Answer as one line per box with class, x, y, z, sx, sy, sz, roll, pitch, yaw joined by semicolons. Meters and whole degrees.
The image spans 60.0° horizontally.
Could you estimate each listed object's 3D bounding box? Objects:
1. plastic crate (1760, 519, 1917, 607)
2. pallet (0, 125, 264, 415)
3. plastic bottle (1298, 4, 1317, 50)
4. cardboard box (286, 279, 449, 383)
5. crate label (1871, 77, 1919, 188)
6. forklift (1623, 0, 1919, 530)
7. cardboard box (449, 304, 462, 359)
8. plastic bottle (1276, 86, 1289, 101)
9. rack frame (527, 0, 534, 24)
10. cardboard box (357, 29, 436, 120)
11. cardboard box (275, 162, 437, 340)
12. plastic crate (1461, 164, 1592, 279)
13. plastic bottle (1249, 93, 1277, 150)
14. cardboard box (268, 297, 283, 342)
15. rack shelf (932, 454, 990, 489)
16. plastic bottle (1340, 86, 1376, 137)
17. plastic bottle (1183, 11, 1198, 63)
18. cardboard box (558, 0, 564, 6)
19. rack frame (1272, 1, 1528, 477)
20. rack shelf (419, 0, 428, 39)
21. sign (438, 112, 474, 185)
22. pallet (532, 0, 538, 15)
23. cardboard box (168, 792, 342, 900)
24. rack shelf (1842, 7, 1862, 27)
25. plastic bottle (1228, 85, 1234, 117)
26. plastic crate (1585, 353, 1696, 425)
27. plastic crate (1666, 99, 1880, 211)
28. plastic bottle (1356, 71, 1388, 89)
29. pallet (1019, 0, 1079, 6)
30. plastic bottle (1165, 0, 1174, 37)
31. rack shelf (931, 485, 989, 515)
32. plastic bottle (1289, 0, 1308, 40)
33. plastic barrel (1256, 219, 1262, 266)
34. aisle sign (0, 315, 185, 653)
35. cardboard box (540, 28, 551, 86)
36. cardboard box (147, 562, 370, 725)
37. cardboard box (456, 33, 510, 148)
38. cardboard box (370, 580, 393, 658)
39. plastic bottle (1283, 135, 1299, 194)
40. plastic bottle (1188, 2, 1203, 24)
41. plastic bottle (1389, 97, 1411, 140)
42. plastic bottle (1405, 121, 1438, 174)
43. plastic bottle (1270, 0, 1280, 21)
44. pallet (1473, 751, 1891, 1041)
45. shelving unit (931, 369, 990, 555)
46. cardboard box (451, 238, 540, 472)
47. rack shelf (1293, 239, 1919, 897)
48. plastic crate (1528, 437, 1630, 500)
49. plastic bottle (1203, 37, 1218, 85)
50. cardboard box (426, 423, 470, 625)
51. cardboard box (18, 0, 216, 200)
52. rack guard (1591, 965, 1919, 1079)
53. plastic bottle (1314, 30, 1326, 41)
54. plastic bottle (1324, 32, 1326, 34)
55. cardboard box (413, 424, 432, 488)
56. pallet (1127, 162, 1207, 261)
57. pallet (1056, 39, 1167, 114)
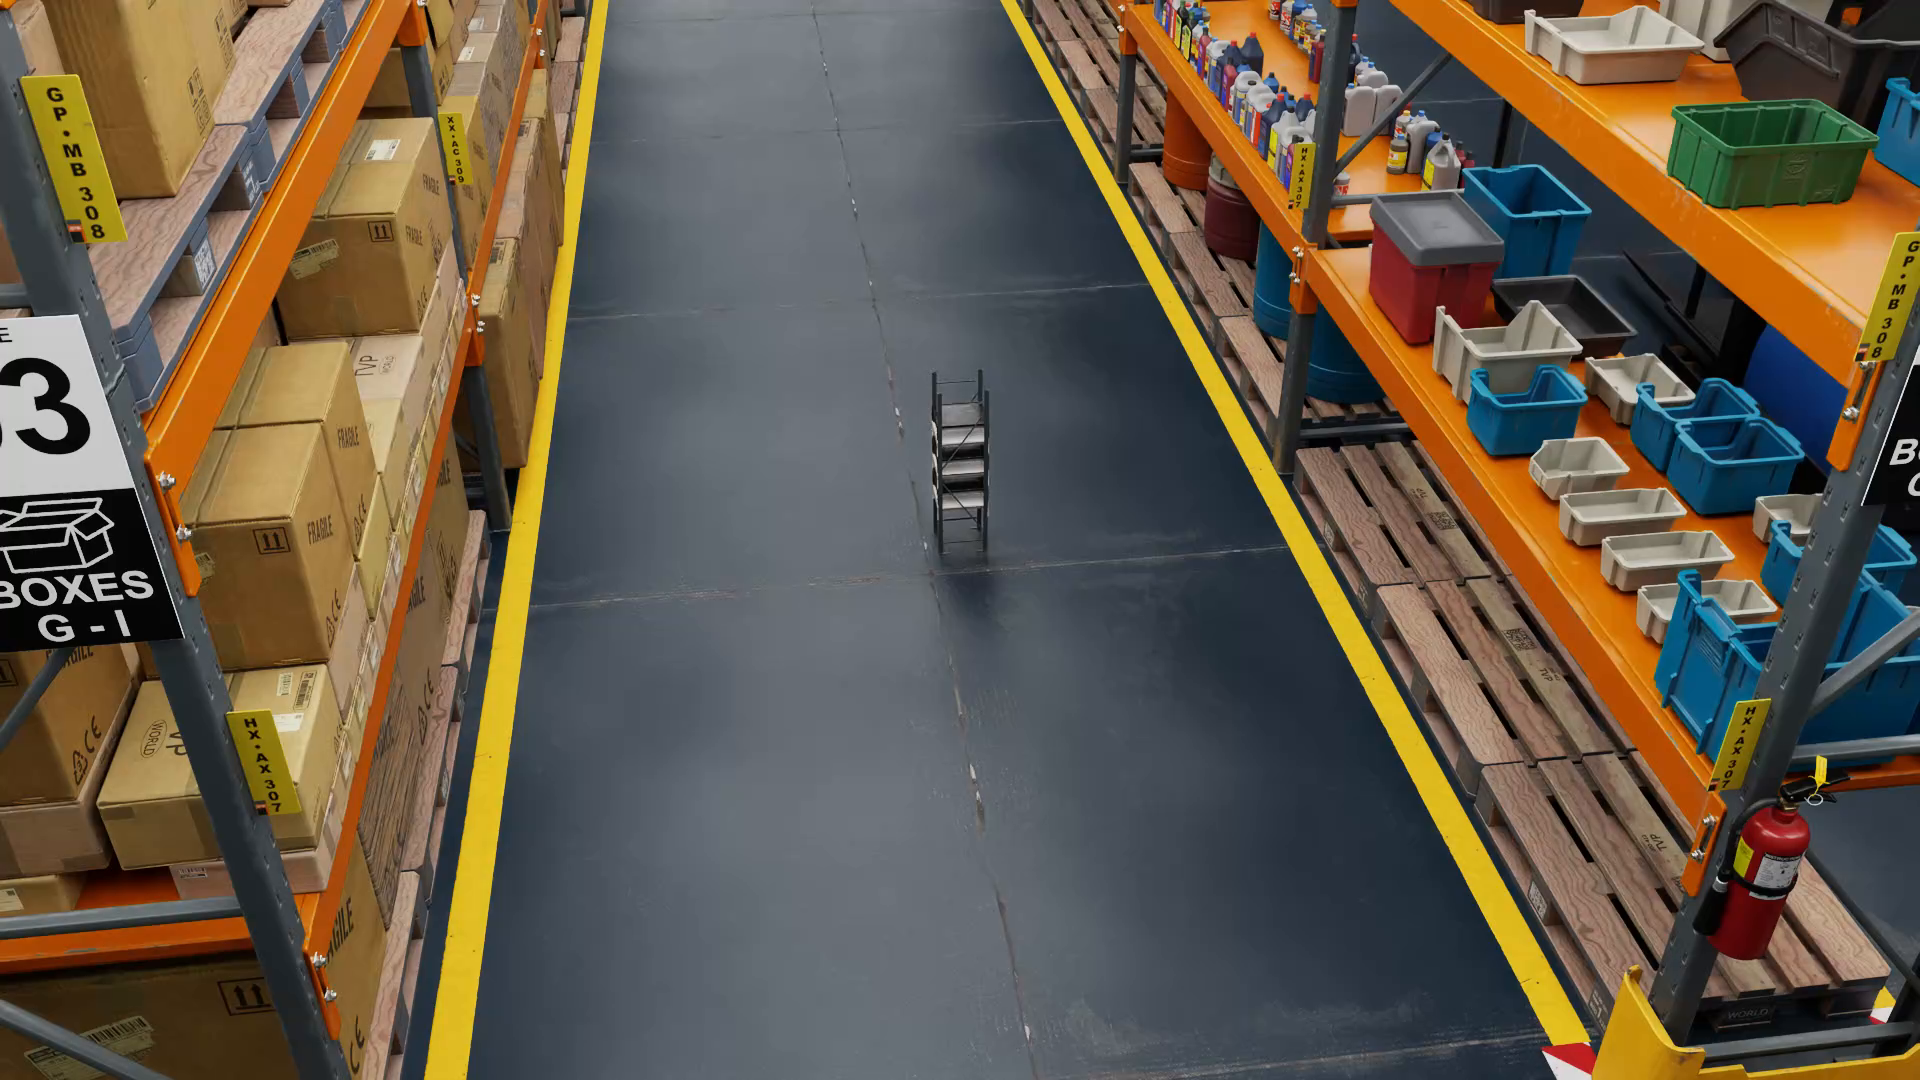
plastic crate;2.904;0.101;5.533;0.416;0.233;0.300;-4;35;-6
pallet;-2.319;-0.654;3.961;1.003;0.211;1.213;-4;35;-6
plastic bottle;2.181;-3.219;10.424;0.097;0.271;0.097;0;34;0
cardboard box;-2.355;-0.816;6.652;0.500;0.250;0.500;-3;34;-5
crate label;2.895;-1.130;4.713;0.408;0.251;0.502;-4;35;-6
forklift;4.667;-2.056;8.665;1.130;2.935;3.031;-2;34;-4
cardboard box;-2.346;-0.877;7.096;0.380;0.149;0.250;-4;34;-5
plastic bottle;1.774;-2.367;9.175;0.097;0.271;0.097;0;34;0
rack frame;-3.285;-3.502;10.725;1.000;3.000;0.127;-4;35;-6
cardboard box;-2.841;-2.082;7.661;0.797;0.503;0.637;-5;35;-8
cardboard box;-2.357;-1.124;6.440;0.500;0.500;0.500;-4;34;-6
plastic crate;2.562;-1.428;7.643;0.392;0.384;0.575;-4;35;-6
plastic bottle;1.671;-2.274;9.034;0.152;0.276;0.135;-4;35;-6
cardboard box;-2.877;-1.079;6.372;0.500;0.500;0.500;-4;35;-6
rack shelf;0.001;-0.340;8.009;0.258;0.077;0.200;-4;35;-6
plastic bottle;2.201;-2.386;9.198;0.152;0.276;0.135;-4;35;-6
plastic bottle;1.427;-3.098;10.236;0.061;0.283;0.133;-4;35;-6
cardboard box;-3.837;-5.101;14.918;0.500;0.500;0.500;-5;35;-8
rack frame;2.161;-1.645;8.000;1.000;3.000;0.127;-4;35;-6
rack shelf;-3.016;-3.328;8.445;1.077;0.370;4.000;-4;35;-6
sign;-2.197;-1.703;7.247;0.100;0.325;0.005;-4;35;-6
pallet;-3.486;-3.812;11.351;1.213;0.211;1.003;-4;35;-6
cardboard box;-1.930;0.843;4.572;0.380;0.149;0.250;-4;34;-6
rack shelf;6.801;-2.837;10.388;1.077;0.370;4.000;-4;35;-6
plastic bottle;1.579;-2.511;9.447;0.097;0.201;0.097;0;34;0
plastic crate;2.693;-0.612;6.665;0.293;0.136;0.466;-4;35;-6
plastic crate;2.283;-1.094;4.716;0.450;0.188;0.336;-4;35;-6
plastic bottle;2.321;-2.527;9.405;0.152;0.276;0.135;-4;35;-6
pallet;1.036;-5.335;15.891;1.003;0.211;1.213;-4;35;-6
plastic bottle;1.360;-3.376;10.644;0.061;0.283;0.133;-4;35;-6
rack shelf;0.001;-0.191;8.110;0.258;0.077;0.200;-4;35;-6
plastic bottle;2.155;-3.327;10.583;0.097;0.271;0.097;0;34;0
plastic barrel;2.022;-1.812;10.082;0.421;0.512;0.421;0;34;0
aisle sign;-1.902;-0.095;3.417;0.394;0.787;0.004;-4;35;-6
cardboard box;-3.565;-3.648;12.768;0.700;0.500;0.500;-2;34;-2
cardboard box;-2.082;0.323;4.981;0.500;0.250;0.500;-5;35;-7
cardboard box;-2.771;-2.435;9.070;0.500;0.500;0.500;-4;34;-5
cardboard box;-2.070;0.270;5.414;0.380;0.149;0.250;-5;35;-7
plastic bottle;1.711;-1.918;8.504;0.061;0.283;0.133;-4;35;-6
plastic bottle;1.472;-3.238;10.451;0.097;0.271;0.097;0;34;0
plastic bottle;2.415;-2.329;9.108;0.061;0.283;0.133;-4;35;-6
plastic bottle;2.427;-2.085;8.756;0.152;0.276;0.135;-4;35;-6
plastic bottle;2.098;-3.536;10.951;0.097;0.201;0.097;0;34;0
pallet;2.627;1.276;6.190;1.003;0.211;1.213;-4;35;-6
shelving unit;0.001;-0.367;7.990;0.258;0.900;0.210;-4;35;-6
cardboard box;-2.853;-0.921;8.452;1.225;0.875;0.875;-4;35;-6
rack shelf;2.430;-0.232;6.565;1.077;0.370;4.000;-4;35;-6
plastic crate;2.265;-0.250;6.134;0.298;0.136;0.250;-4;35;-6
plastic bottle;1.505;-2.847;9.878;0.097;0.271;0.097;0;34;0
cardboard box;-2.737;-0.191;7.381;0.875;0.875;0.875;-4;35;-6
cardboard box;-2.288;-1.143;4.049;0.700;0.500;0.500;-6;35;-8
rack guard;2.715;1.633;5.411;1.175;0.500;0.348;-4;35;-6
plastic bottle;2.220;-3.027;10.204;0.097;0.201;0.097;0;34;0
plastic bottle;2.234;-2.934;9.935;0.144;0.351;0.185;-4;35;-6
cardboard box;-2.208;-0.304;6.255;0.380;0.149;0.250;-5;35;-7
pallet;1.770;-2.288;11.420;1.003;0.211;1.213;-4;35;-6
pallet;1.397;-3.839;13.696;1.003;0.211;1.213;-4;35;-6
